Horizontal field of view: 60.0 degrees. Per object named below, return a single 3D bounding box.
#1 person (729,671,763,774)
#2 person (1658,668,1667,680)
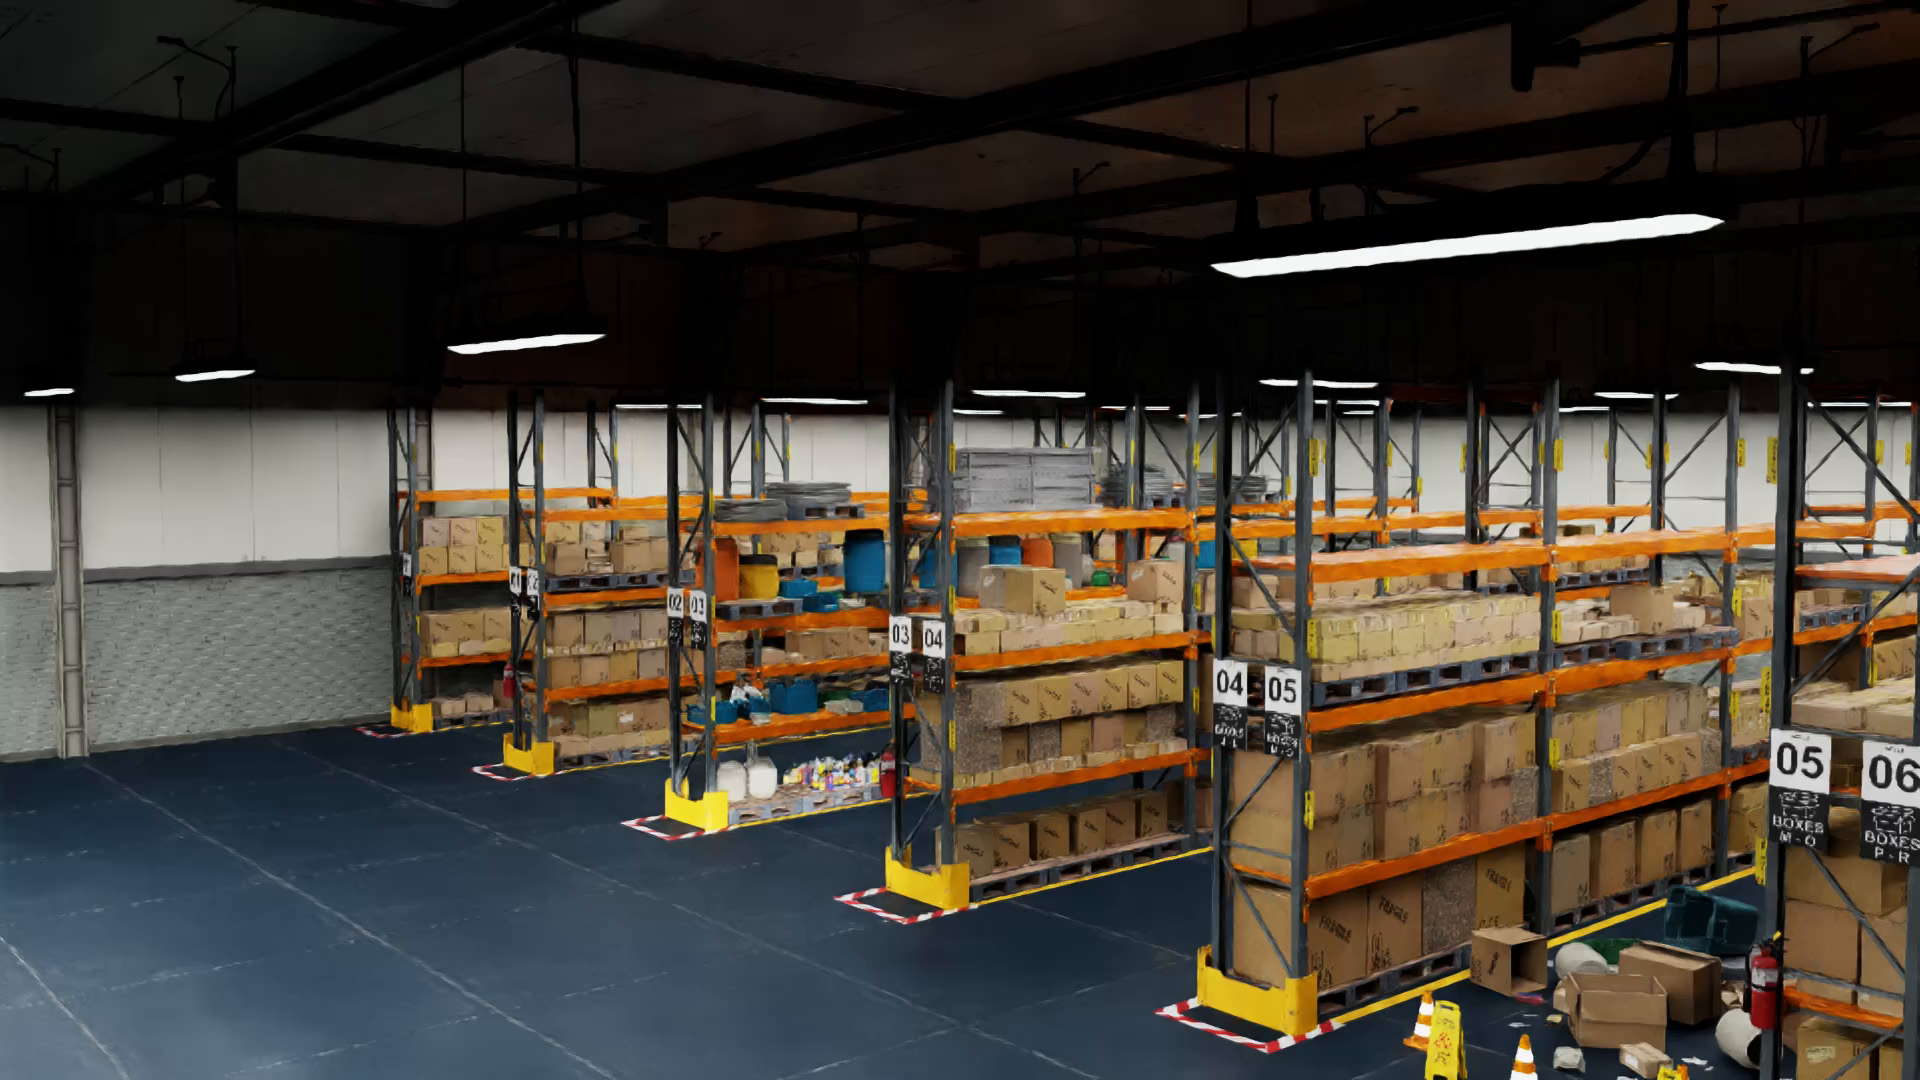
[{"bbox_3d":[-3.321,2.825,26.126,0.638,1.607,0.814,2,4,33],"label":"person"},{"bbox_3d":[11.186,2.762,26.621,0.380,1.663,0.594,3,5,44],"label":"person"}]
